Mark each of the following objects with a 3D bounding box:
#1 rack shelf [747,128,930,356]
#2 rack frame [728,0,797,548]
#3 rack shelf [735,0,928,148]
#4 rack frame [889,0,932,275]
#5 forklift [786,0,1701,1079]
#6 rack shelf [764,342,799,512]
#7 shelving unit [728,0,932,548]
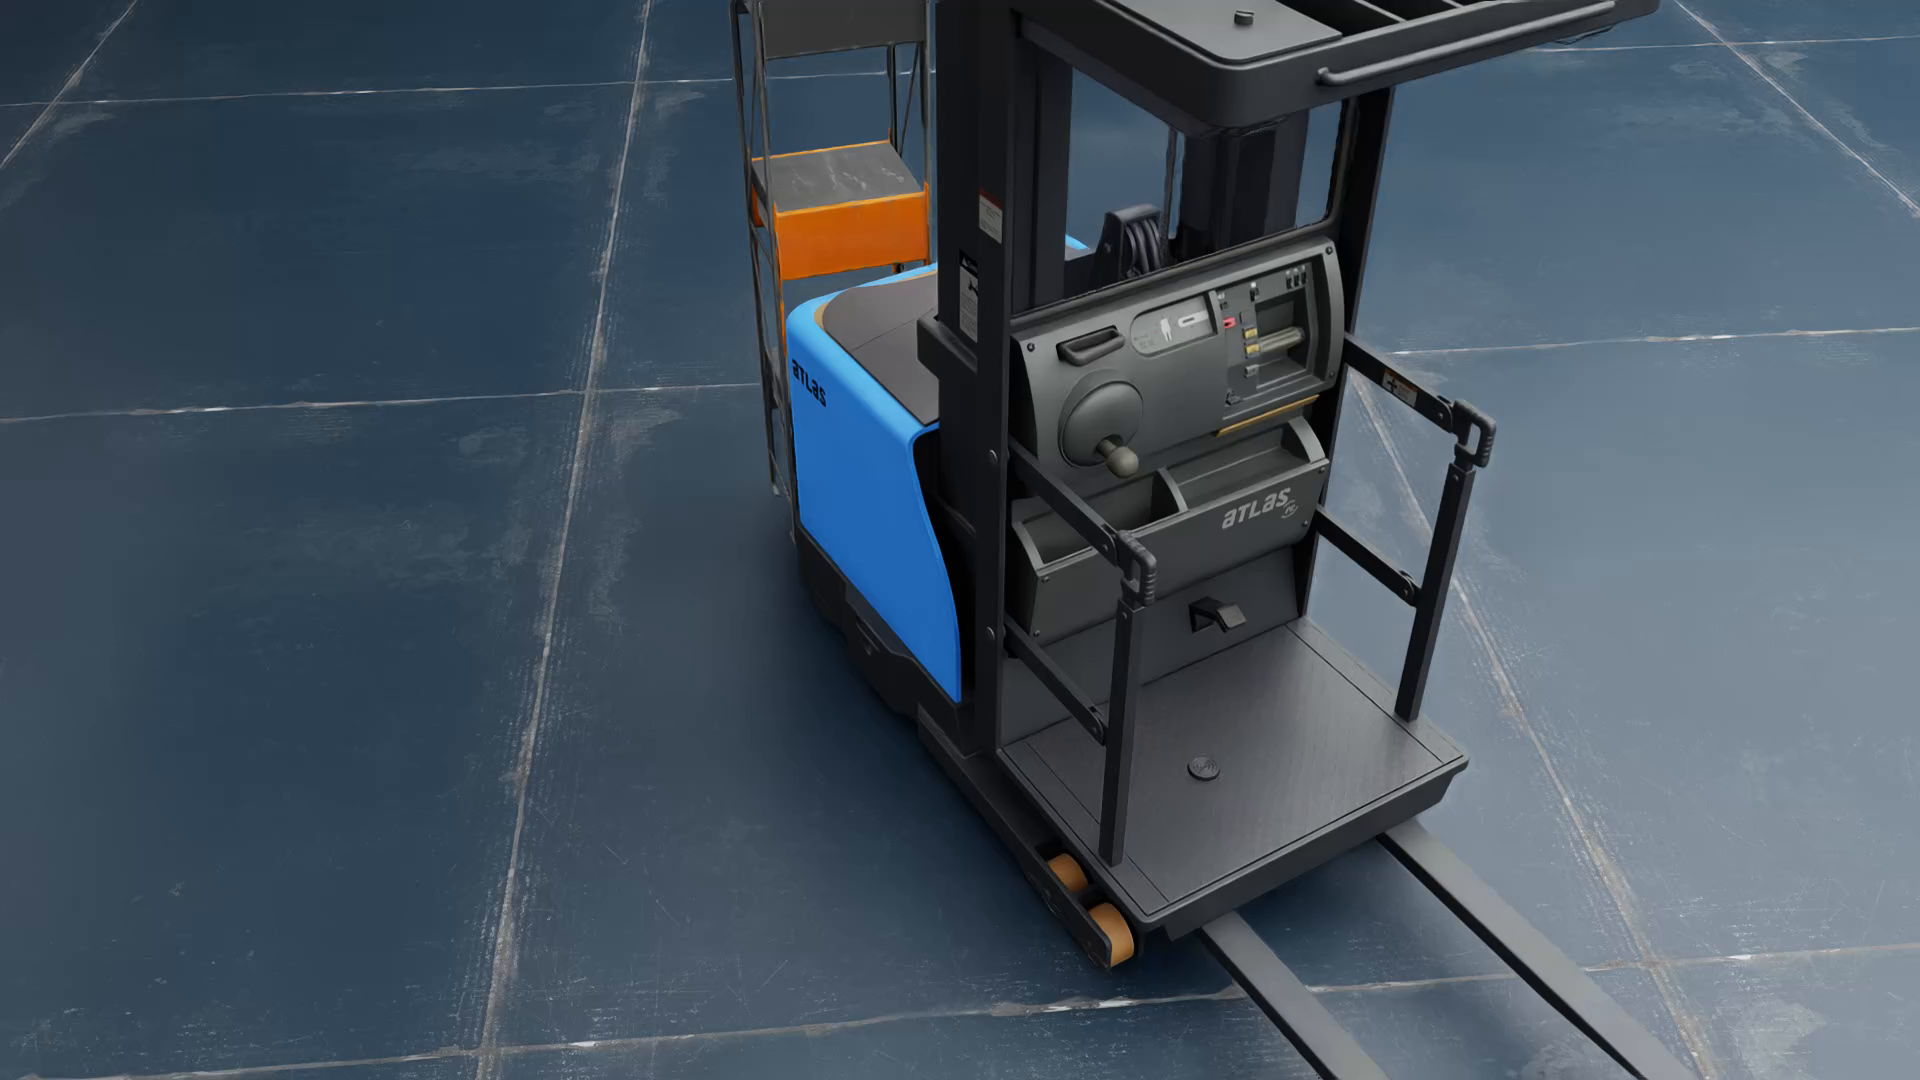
[{"bbox_3d":[-0.386,-0.950,5.281,0.480,0.518,0.431,-11,40,-14],"label":"rack shelf"},{"bbox_3d":[-0.619,-0.914,5.213,0.015,2.100,0.400,-11,40,-14],"label":"rack frame"},{"bbox_3d":[-0.386,-1.499,4.847,0.480,0.518,0.431,-11,40,-14],"label":"rack shelf"},{"bbox_3d":[-0.154,-1.007,5.331,0.015,2.100,0.400,-11,40,-14],"label":"rack frame"},{"bbox_3d":[0.661,-0.370,3.852,1.130,2.935,3.031,-20,43,-24],"label":"forklift"},{"bbox_3d":[-0.386,-0.400,5.714,0.480,0.518,0.431,-11,40,-14],"label":"rack shelf"},{"bbox_3d":[-0.386,-0.960,5.272,0.503,2.100,0.431,-11,40,-14],"label":"shelving unit"}]
